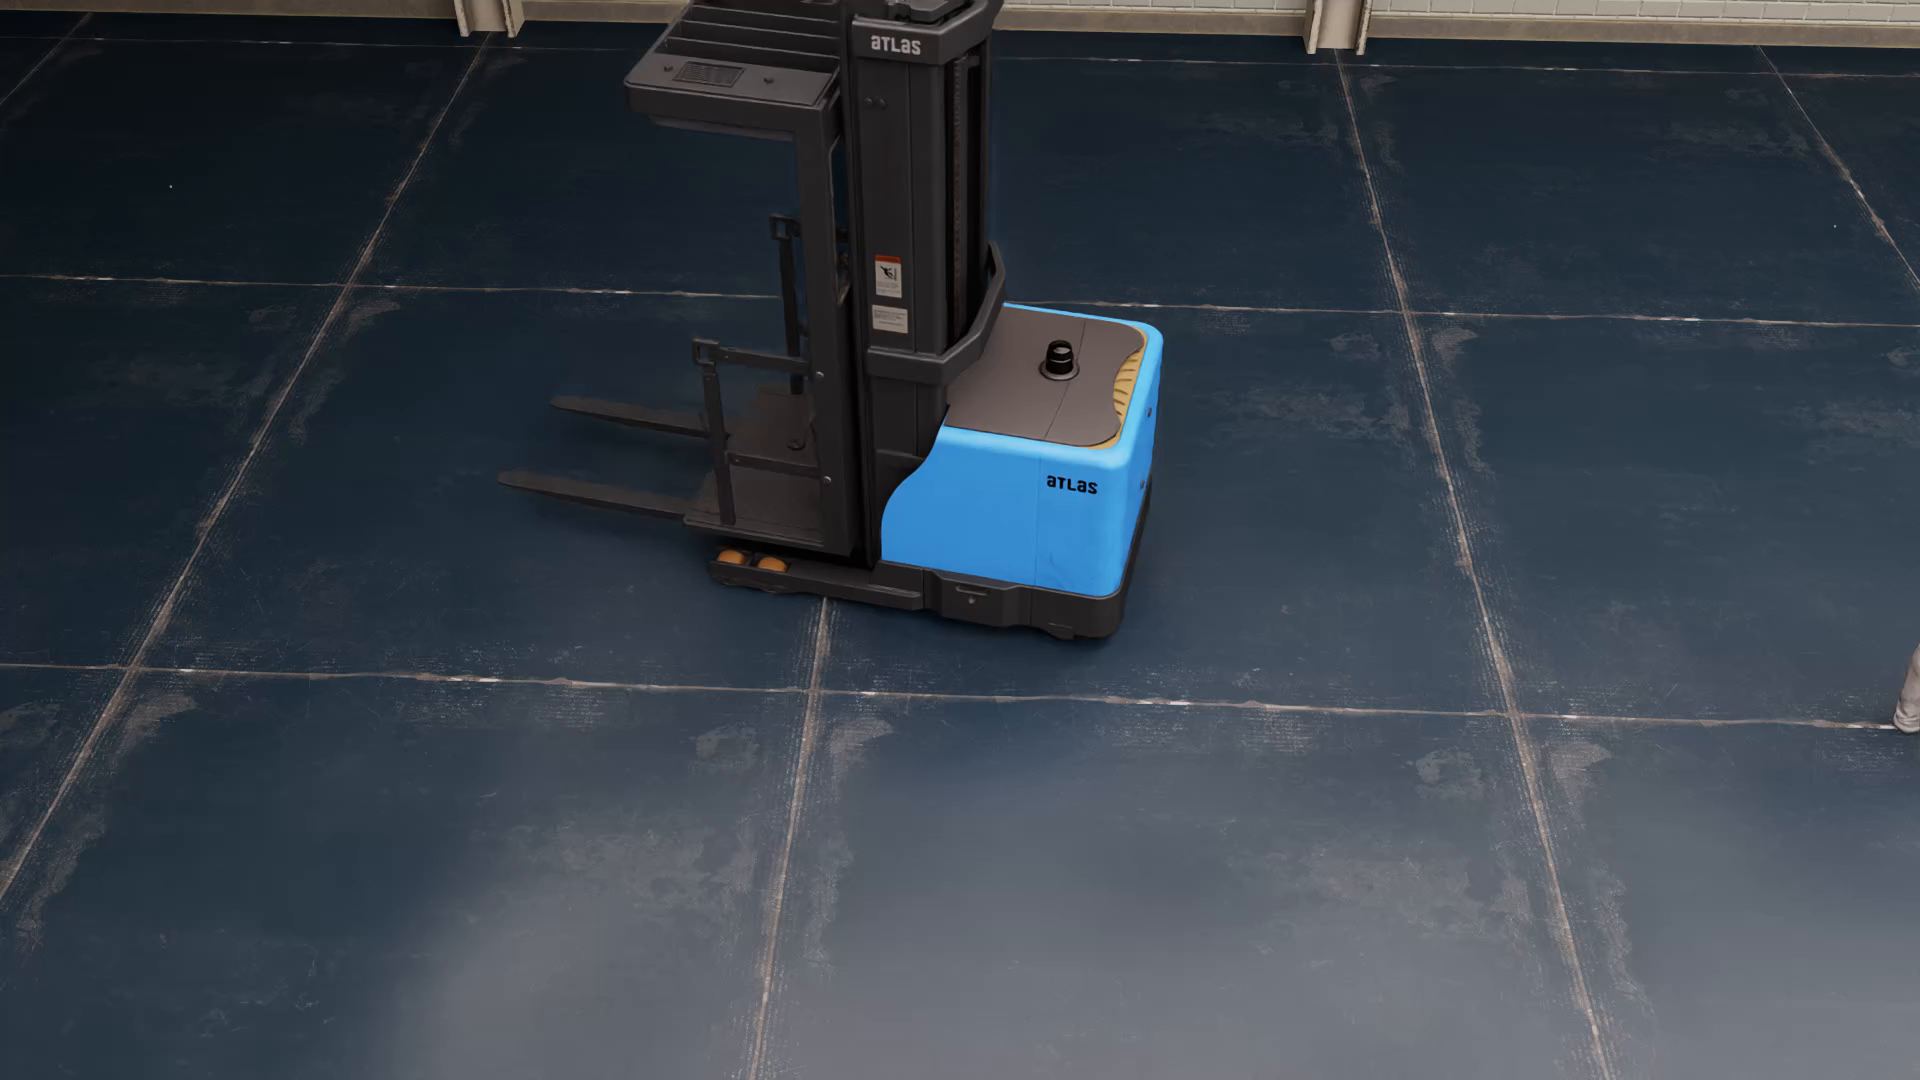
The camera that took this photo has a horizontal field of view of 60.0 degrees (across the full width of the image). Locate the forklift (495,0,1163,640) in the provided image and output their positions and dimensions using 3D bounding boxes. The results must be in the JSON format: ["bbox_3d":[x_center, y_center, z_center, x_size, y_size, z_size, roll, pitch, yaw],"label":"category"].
[{"bbox_3d":[-0.662,-1.174,7.028,3.031,2.935,1.130,10,43,10],"label":"forklift"}]

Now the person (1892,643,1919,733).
[{"bbox_3d":[4.082,0.139,6.443,0.577,1.765,0.666,-3,42,-3],"label":"person"}]
